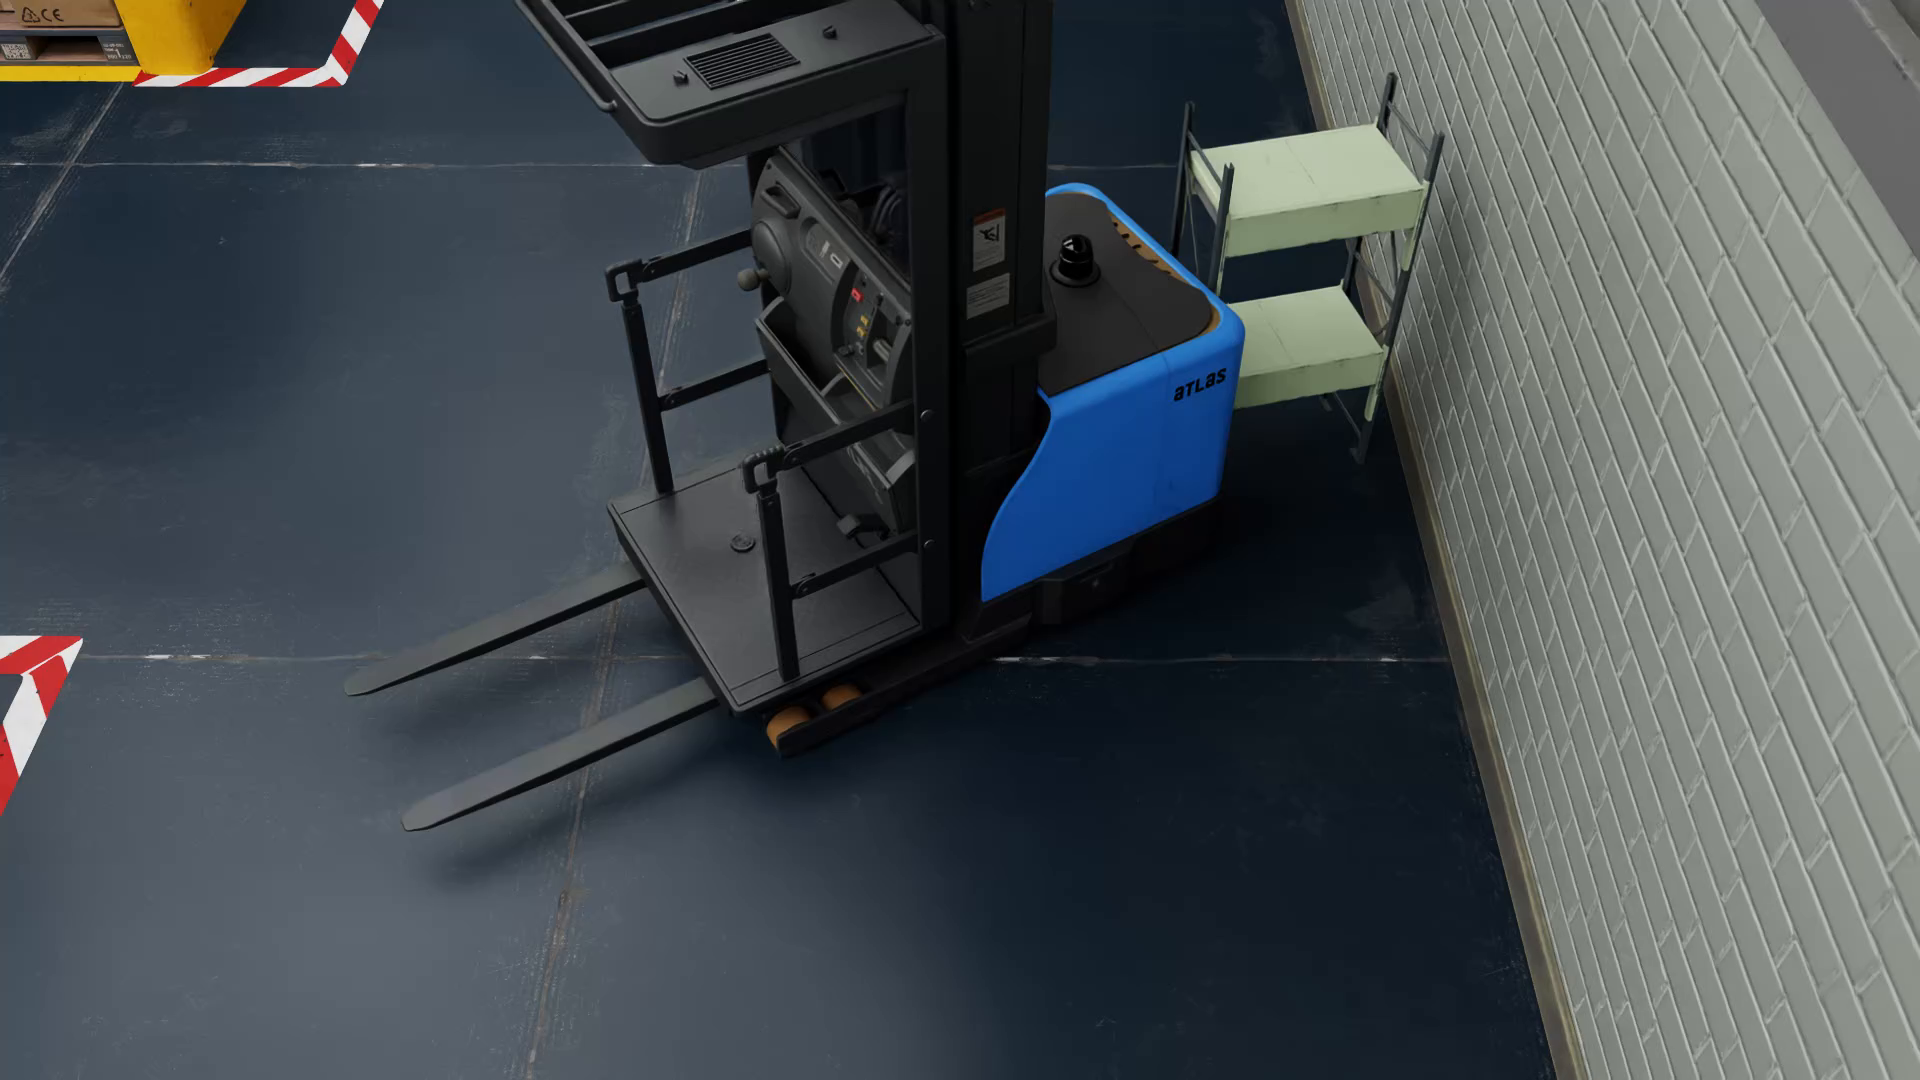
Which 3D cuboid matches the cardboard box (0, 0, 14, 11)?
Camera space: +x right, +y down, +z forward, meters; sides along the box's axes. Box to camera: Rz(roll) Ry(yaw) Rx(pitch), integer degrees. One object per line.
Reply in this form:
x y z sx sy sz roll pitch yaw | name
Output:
-4.870 -2.883 8.519 0.250 0.166 0.380 0 47 0 | cardboard box

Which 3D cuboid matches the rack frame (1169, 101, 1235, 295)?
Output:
0.816 -0.815 5.984 0.023 1.500 0.400 -11 48 -10 | rack frame

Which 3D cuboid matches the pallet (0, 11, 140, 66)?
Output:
-4.794 -2.862 8.770 1.213 0.211 1.003 0 47 0 | pallet

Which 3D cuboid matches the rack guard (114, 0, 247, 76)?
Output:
-3.997 -2.959 8.663 0.348 0.500 1.175 0 47 0 | rack guard

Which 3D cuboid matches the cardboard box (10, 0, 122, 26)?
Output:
-4.466 -2.930 8.335 0.500 0.500 0.500 0 47 0 | cardboard box

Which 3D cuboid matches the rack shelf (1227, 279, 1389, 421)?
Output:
1.171 -0.660 6.285 0.720 0.370 0.431 -11 48 -10 | rack shelf

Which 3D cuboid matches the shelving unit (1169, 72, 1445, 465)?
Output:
1.171 -0.882 6.047 0.755 1.500 0.431 -11 48 -10 | shelving unit

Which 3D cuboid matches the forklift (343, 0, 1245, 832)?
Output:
-0.573 -0.726 4.924 3.031 2.935 1.130 -24 51 -20 | forklift

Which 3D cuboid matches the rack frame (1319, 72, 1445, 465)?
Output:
1.525 -0.950 6.109 0.023 1.500 0.400 -11 48 -10 | rack frame

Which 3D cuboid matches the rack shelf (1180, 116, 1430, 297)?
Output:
1.171 -1.148 5.761 0.720 0.370 0.431 -11 48 -10 | rack shelf
